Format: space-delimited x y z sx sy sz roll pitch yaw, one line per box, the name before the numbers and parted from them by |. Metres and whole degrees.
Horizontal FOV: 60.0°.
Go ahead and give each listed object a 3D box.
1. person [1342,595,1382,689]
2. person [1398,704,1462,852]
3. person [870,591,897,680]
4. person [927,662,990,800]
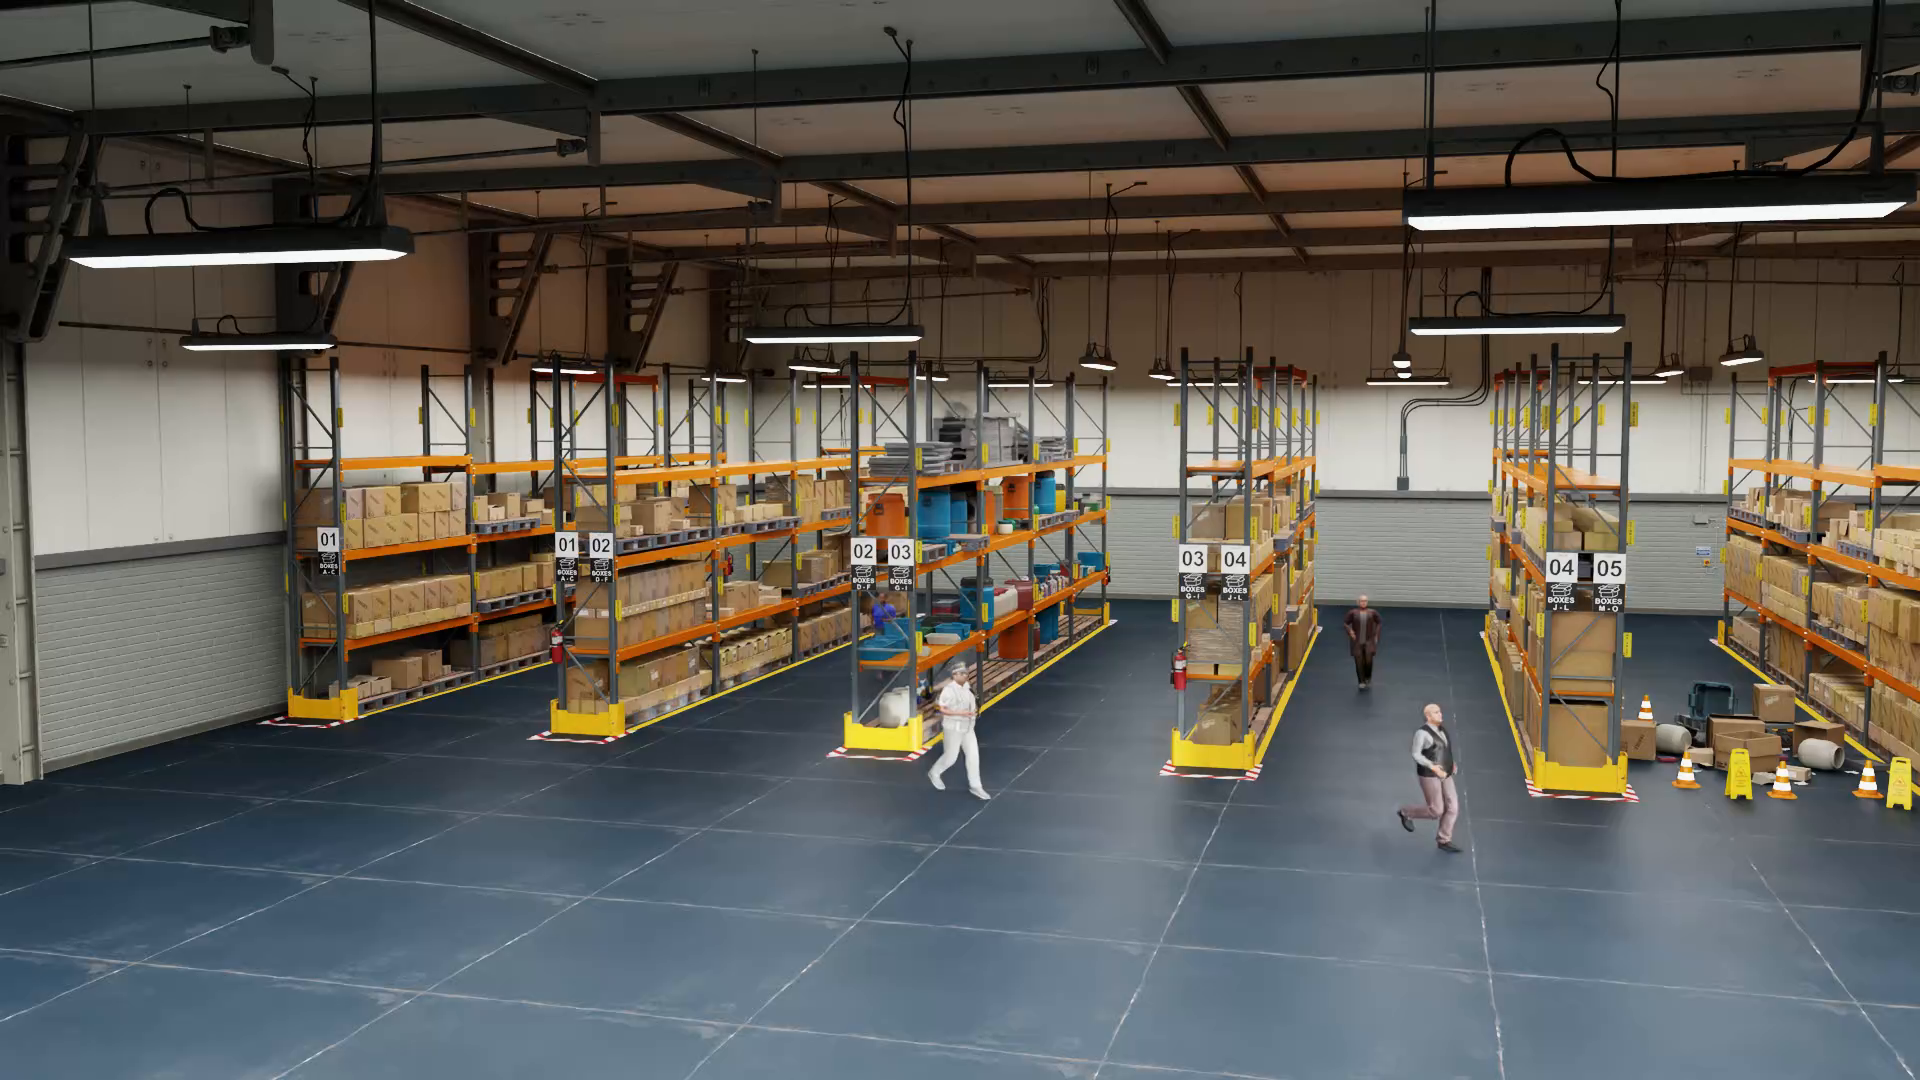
person | 7.372 1.886 30.496 0.711 1.738 0.622 1 4 14
person | 5.520 2.751 19.384 0.676 1.682 0.791 -3 5 -40
person | -1.473 1.804 31.987 0.574 1.645 0.936 1 4 7
person | -0.031 2.489 21.931 0.986 1.789 0.665 4 6 44
